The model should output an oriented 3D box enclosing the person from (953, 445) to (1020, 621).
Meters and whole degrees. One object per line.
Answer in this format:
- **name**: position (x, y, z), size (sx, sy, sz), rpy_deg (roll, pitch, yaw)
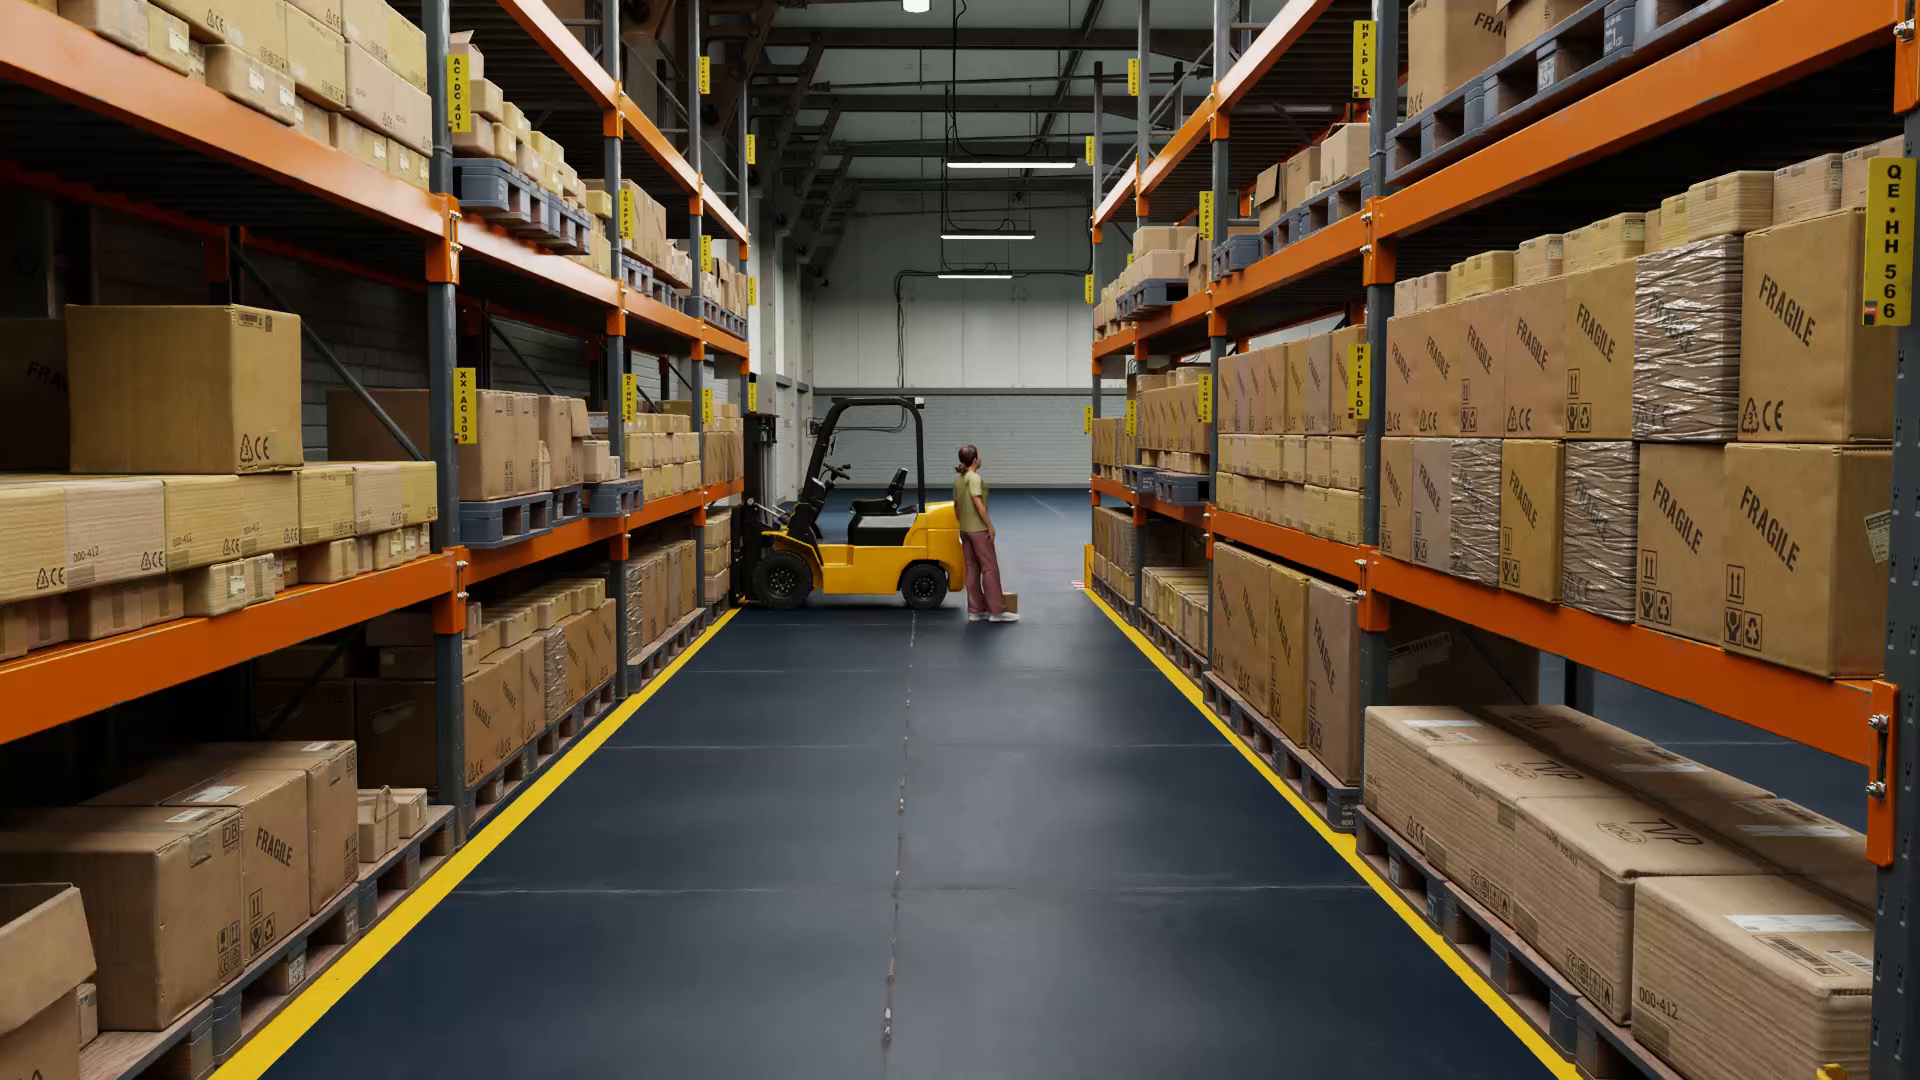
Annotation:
- **person**: position (0.214, -0.071, 15.879), size (0.548, 1.673, 0.553), rpy_deg (-2, 4, -30)
